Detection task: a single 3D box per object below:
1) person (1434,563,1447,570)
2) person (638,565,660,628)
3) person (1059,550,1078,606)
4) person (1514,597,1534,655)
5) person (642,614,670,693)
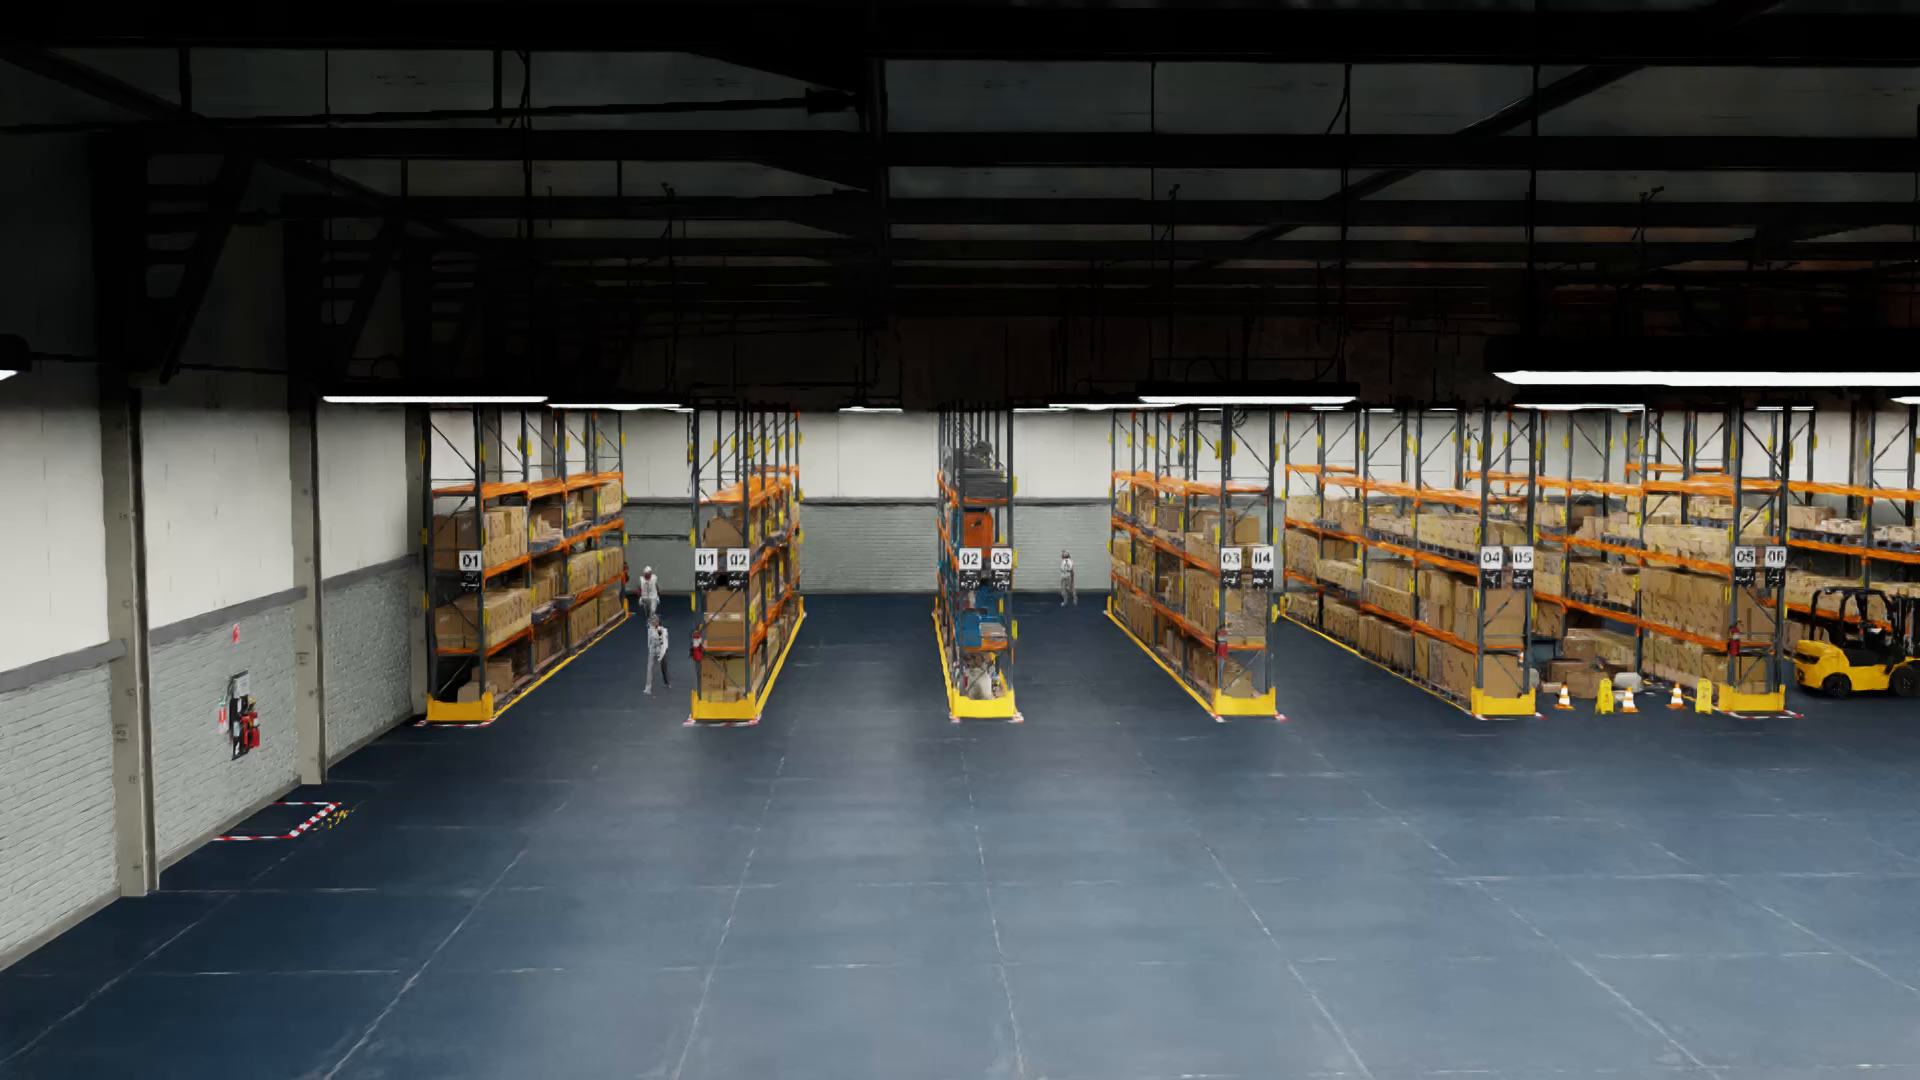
[{"bbox_3d":[14.391,1.062,49.784,0.768,1.770,0.605,-2,5,-30],"label":"person"},{"bbox_3d":[-8.248,1.518,44.002,0.566,1.704,1.122,0,4,0],"label":"person"},{"bbox_3d":[3.252,1.127,49.710,0.572,1.660,0.499,-4,6,-44],"label":"person"},{"bbox_3d":[13.205,1.868,38.942,0.577,1.768,0.625,2,5,24],"label":"person"},{"bbox_3d":[-6.201,2.305,34.122,0.478,1.621,0.997,0,4,6],"label":"person"}]
